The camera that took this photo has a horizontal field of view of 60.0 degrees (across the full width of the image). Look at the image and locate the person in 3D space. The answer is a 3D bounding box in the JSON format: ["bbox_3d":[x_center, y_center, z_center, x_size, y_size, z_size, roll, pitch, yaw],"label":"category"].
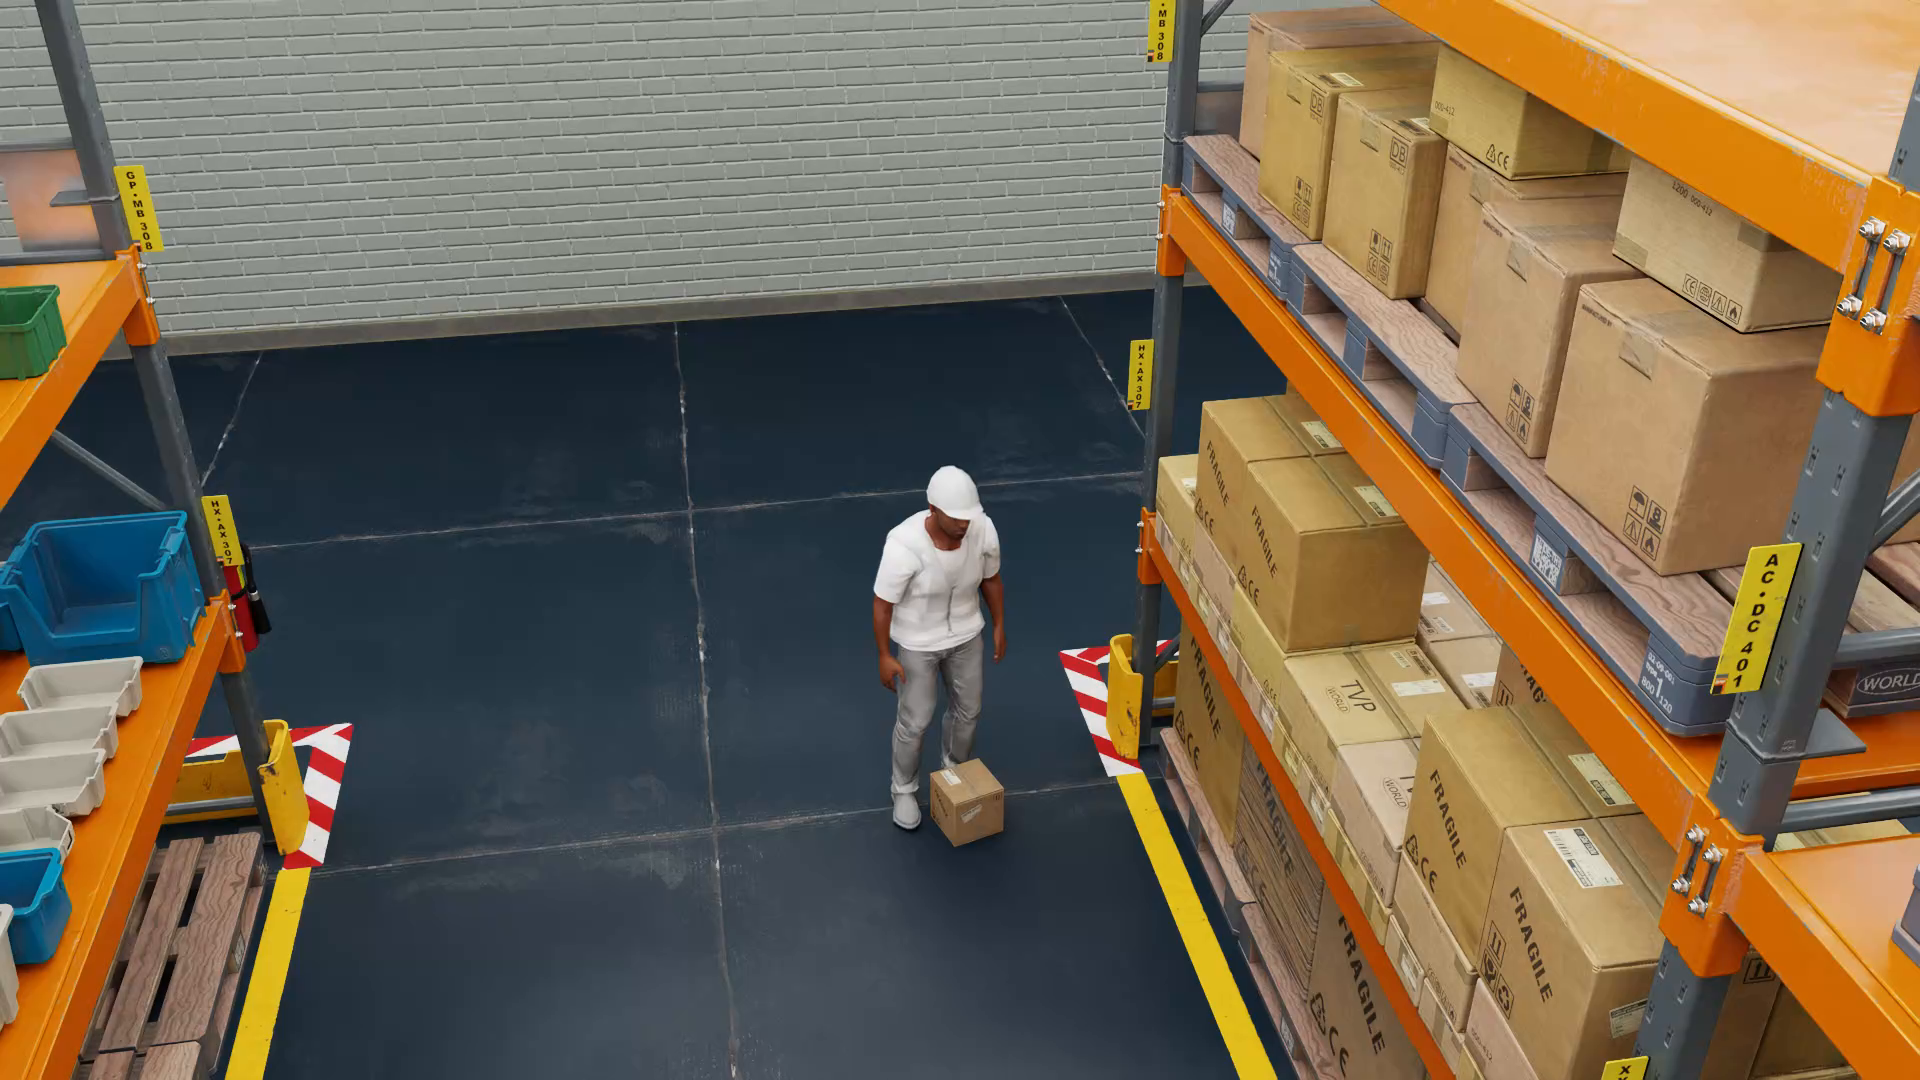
[{"bbox_3d":[-0.078,0.447,7.360,0.637,1.761,0.461,-14,33,-23],"label":"person"}]
